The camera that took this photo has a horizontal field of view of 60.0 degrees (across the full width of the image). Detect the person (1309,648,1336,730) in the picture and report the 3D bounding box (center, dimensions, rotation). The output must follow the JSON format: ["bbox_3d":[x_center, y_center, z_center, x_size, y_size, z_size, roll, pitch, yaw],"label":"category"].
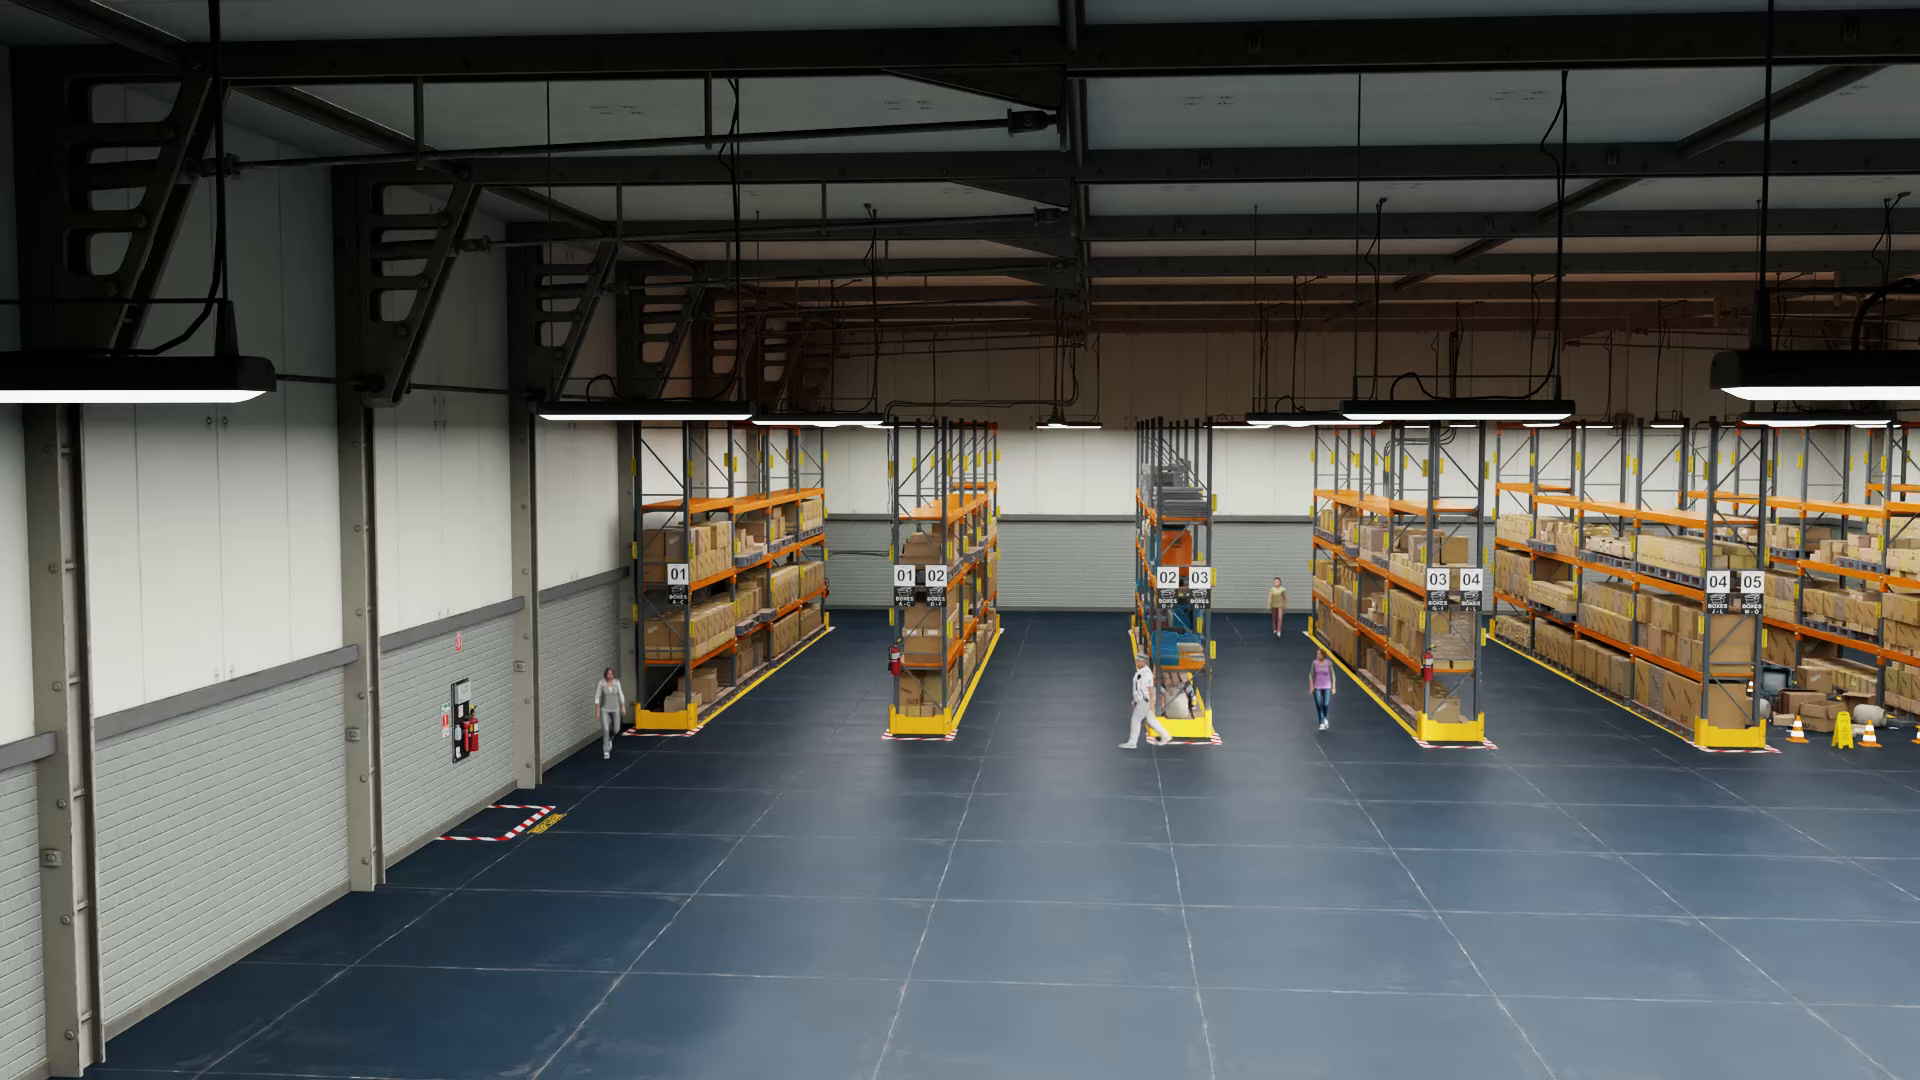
[{"bbox_3d":[6.947,2.855,31.904,0.500,1.581,0.408,1,4,19],"label":"person"}]

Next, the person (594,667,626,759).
[{"bbox_3d":[-6.161,3.011,29.260,0.522,1.583,0.673,-2,4,-22],"label":"person"}]

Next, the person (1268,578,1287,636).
[{"bbox_3d":[8.885,1.857,46.566,0.522,1.604,1.054,1,4,13],"label":"person"}]

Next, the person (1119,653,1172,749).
[{"bbox_3d":[3.353,2.889,30.036,0.999,1.713,0.561,0,4,-4],"label":"person"}]

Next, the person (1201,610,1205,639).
[{"bbox_3d":[6.541,1.898,46.022,0.610,1.717,0.523,0,4,-7],"label":"person"}]
